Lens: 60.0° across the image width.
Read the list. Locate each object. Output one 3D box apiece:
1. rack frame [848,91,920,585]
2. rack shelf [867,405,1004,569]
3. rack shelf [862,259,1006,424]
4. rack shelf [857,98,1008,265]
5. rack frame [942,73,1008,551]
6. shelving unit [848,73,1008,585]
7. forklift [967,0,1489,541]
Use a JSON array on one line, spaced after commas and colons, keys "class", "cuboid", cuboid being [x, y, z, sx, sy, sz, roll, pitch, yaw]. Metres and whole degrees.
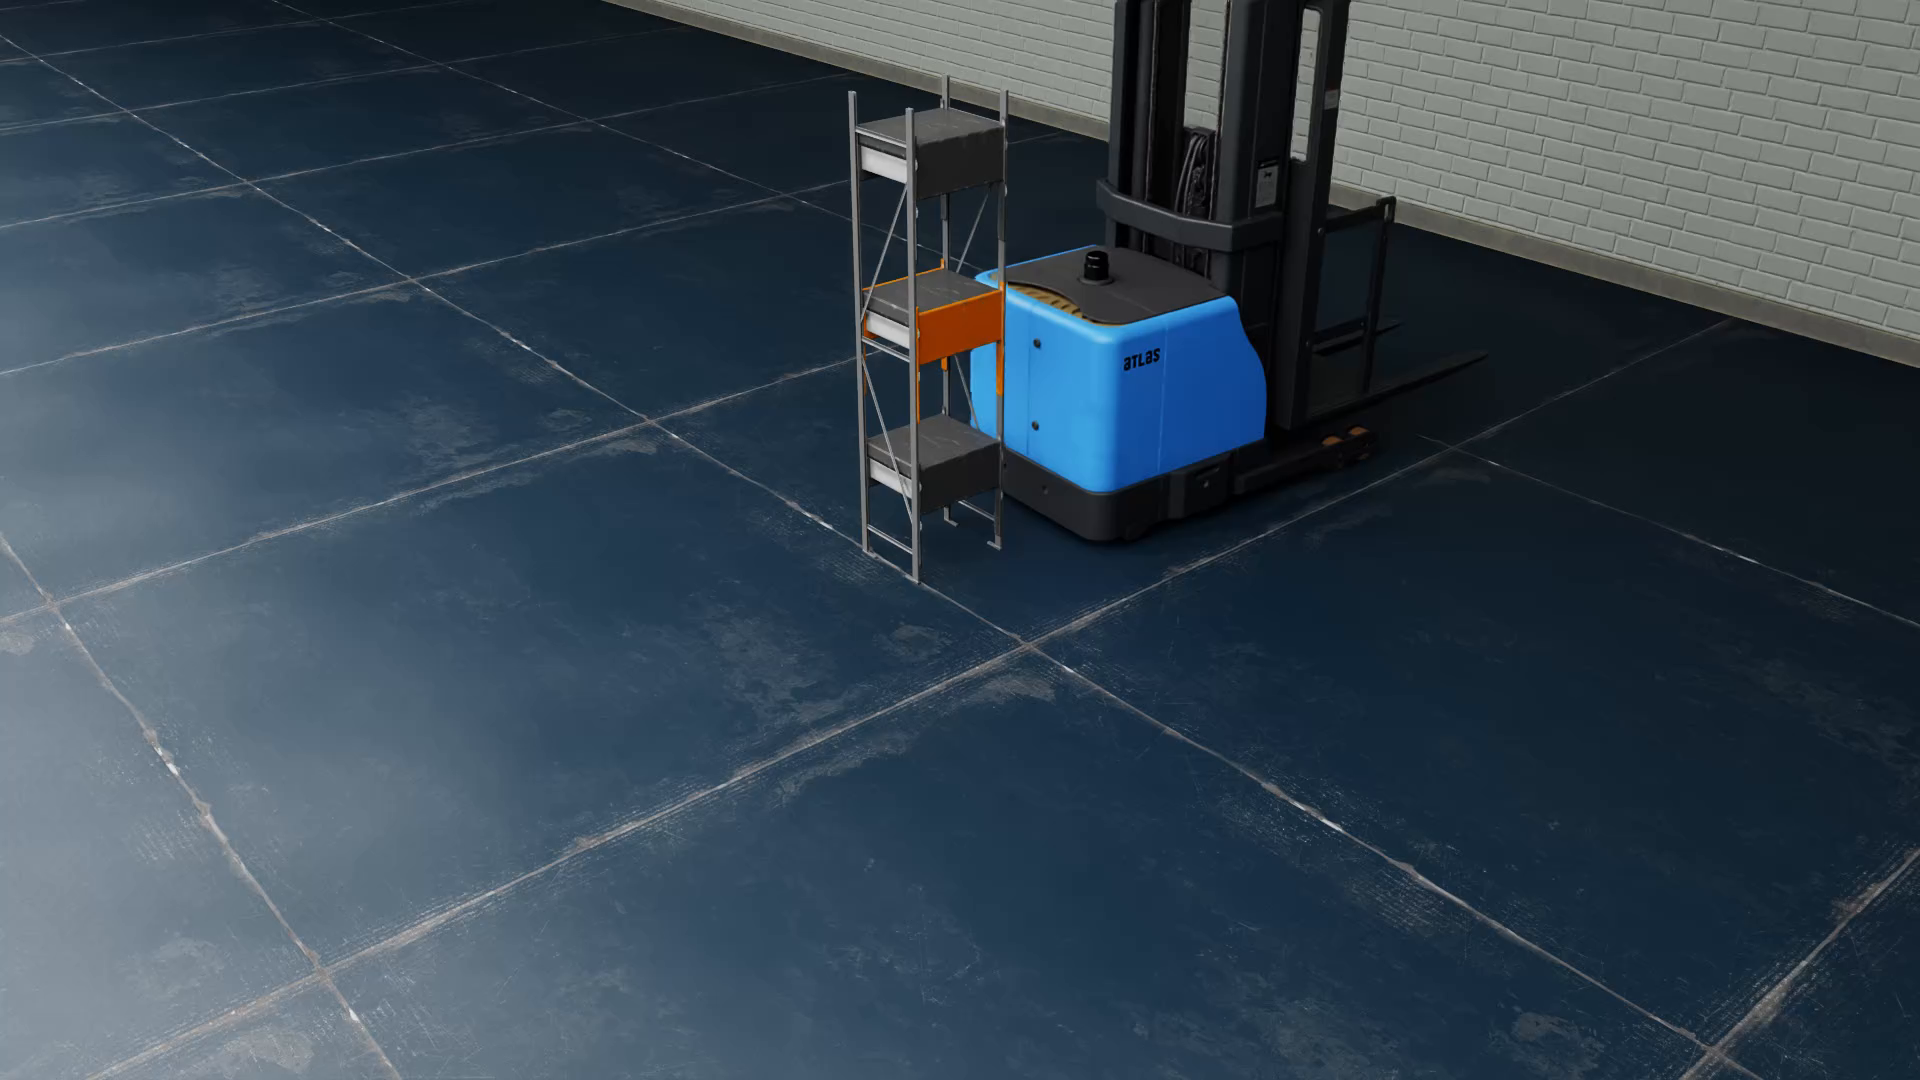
[{"class": "rack frame", "cuboid": [-0.312, -0.801, 7.021, 0.015, 2.100, 0.400, -22, 35, -35]}, {"class": "rack shelf", "cuboid": [-0.126, -0.246, 7.497, 0.480, 0.518, 0.431, -22, 35, -35]}, {"class": "rack shelf", "cuboid": [-0.126, -0.863, 7.167, 0.480, 0.518, 0.431, -22, 35, -35]}, {"class": "rack shelf", "cuboid": [-0.126, -1.481, 6.837, 0.480, 0.518, 0.431, -22, 35, -35]}, {"class": "rack frame", "cuboid": [0.060, -0.950, 7.300, 0.015, 2.100, 0.400, -22, 35, -35]}, {"class": "shelving unit", "cuboid": [-0.126, -0.875, 7.160, 0.503, 2.100, 0.431, -22, 35, -35]}, {"class": "forklift", "cuboid": [1.519, -1.828, 8.062, 3.031, 2.935, 1.130, -19, 34, -32]}]
